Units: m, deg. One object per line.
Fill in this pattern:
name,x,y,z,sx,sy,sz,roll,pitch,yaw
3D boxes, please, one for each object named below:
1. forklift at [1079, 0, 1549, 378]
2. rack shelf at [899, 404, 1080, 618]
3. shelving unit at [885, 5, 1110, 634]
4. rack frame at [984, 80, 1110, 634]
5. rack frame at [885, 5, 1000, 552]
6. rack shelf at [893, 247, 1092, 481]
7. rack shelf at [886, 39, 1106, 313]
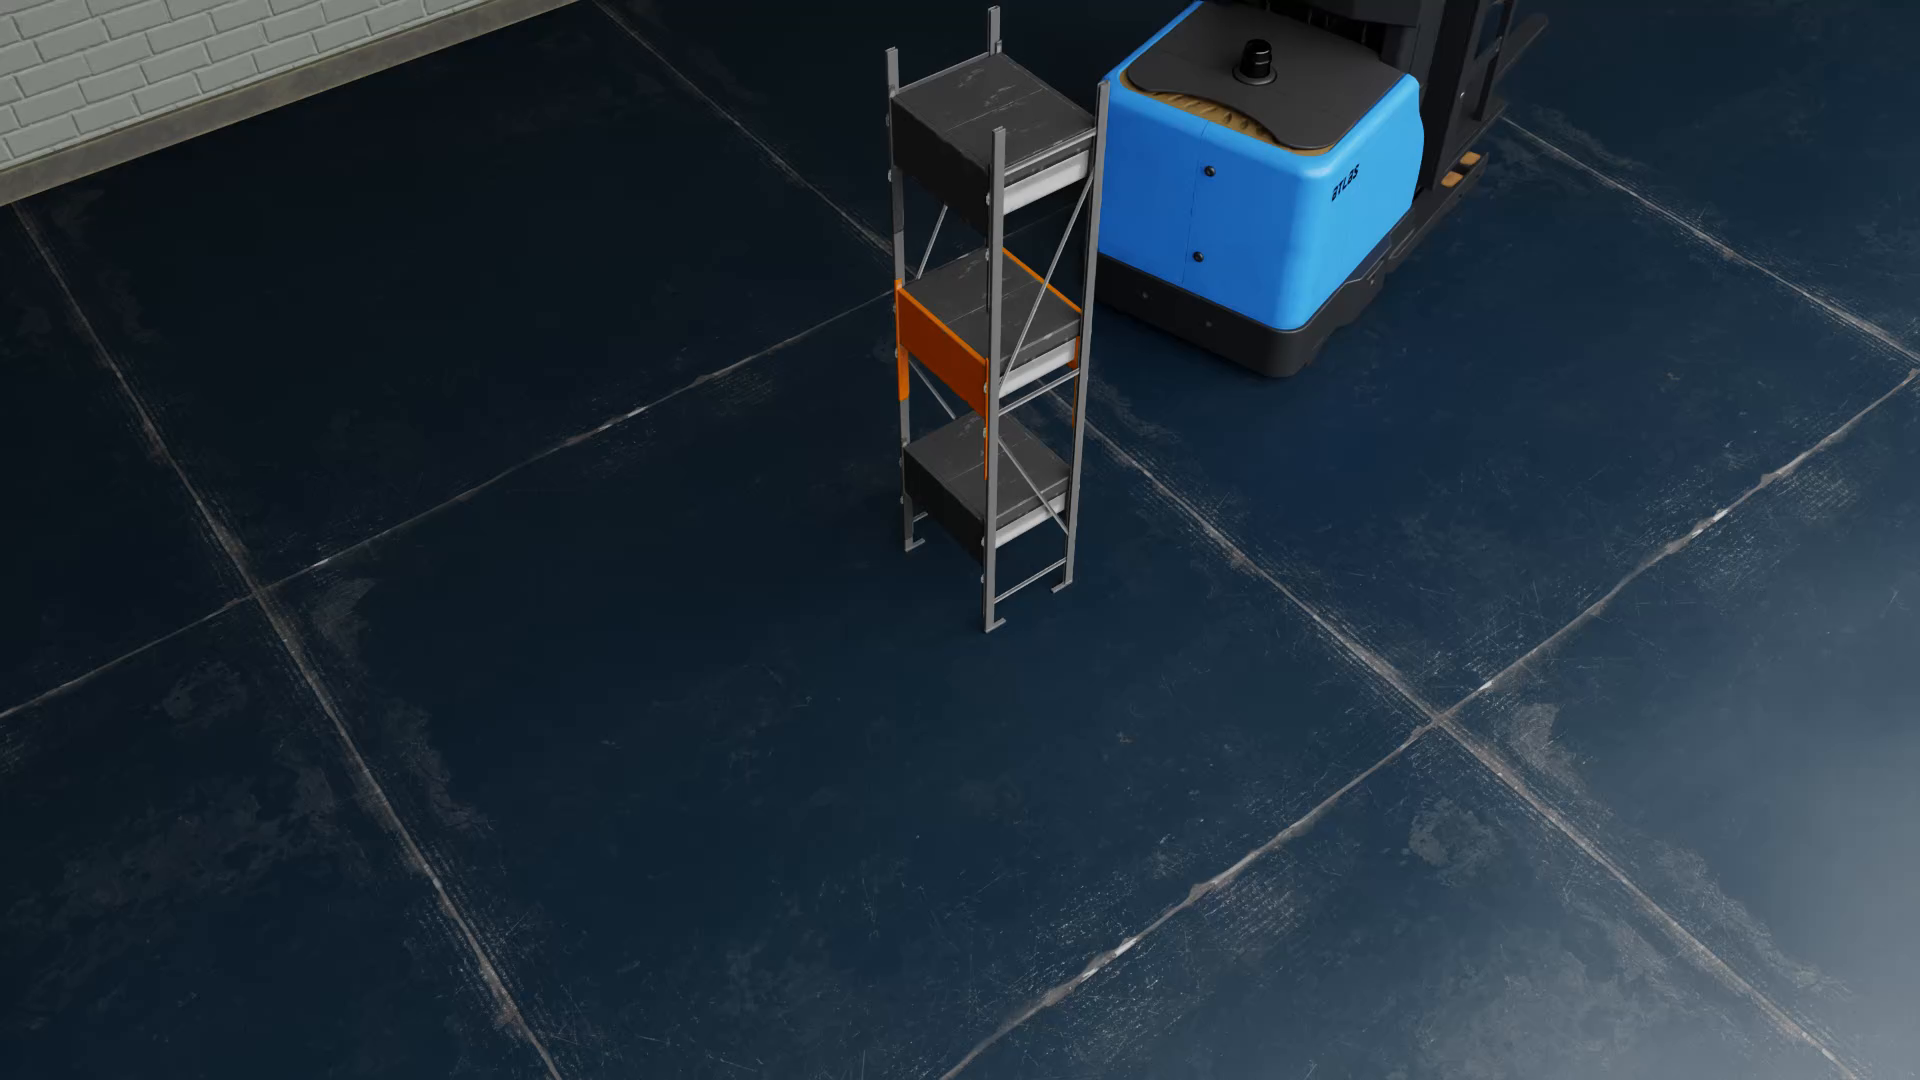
forklift,1.787,-2.698,6.717,1.130,2.935,3.031,28,54,23
rack shelf,0.100,-0.128,5.912,0.431,0.518,0.480,-29,54,-24
shelving unit,0.100,-0.608,5.384,0.431,2.100,0.503,-29,54,-24
rack frame,0.248,-0.464,5.253,0.400,2.100,0.015,-29,54,-24
rack frame,-0.048,-0.752,5.514,0.400,2.100,0.015,-29,54,-24
rack shelf,0.100,-0.598,5.394,0.431,0.518,0.480,-29,54,-24
rack shelf,0.100,-1.069,4.875,0.431,0.518,0.480,-29,54,-24
